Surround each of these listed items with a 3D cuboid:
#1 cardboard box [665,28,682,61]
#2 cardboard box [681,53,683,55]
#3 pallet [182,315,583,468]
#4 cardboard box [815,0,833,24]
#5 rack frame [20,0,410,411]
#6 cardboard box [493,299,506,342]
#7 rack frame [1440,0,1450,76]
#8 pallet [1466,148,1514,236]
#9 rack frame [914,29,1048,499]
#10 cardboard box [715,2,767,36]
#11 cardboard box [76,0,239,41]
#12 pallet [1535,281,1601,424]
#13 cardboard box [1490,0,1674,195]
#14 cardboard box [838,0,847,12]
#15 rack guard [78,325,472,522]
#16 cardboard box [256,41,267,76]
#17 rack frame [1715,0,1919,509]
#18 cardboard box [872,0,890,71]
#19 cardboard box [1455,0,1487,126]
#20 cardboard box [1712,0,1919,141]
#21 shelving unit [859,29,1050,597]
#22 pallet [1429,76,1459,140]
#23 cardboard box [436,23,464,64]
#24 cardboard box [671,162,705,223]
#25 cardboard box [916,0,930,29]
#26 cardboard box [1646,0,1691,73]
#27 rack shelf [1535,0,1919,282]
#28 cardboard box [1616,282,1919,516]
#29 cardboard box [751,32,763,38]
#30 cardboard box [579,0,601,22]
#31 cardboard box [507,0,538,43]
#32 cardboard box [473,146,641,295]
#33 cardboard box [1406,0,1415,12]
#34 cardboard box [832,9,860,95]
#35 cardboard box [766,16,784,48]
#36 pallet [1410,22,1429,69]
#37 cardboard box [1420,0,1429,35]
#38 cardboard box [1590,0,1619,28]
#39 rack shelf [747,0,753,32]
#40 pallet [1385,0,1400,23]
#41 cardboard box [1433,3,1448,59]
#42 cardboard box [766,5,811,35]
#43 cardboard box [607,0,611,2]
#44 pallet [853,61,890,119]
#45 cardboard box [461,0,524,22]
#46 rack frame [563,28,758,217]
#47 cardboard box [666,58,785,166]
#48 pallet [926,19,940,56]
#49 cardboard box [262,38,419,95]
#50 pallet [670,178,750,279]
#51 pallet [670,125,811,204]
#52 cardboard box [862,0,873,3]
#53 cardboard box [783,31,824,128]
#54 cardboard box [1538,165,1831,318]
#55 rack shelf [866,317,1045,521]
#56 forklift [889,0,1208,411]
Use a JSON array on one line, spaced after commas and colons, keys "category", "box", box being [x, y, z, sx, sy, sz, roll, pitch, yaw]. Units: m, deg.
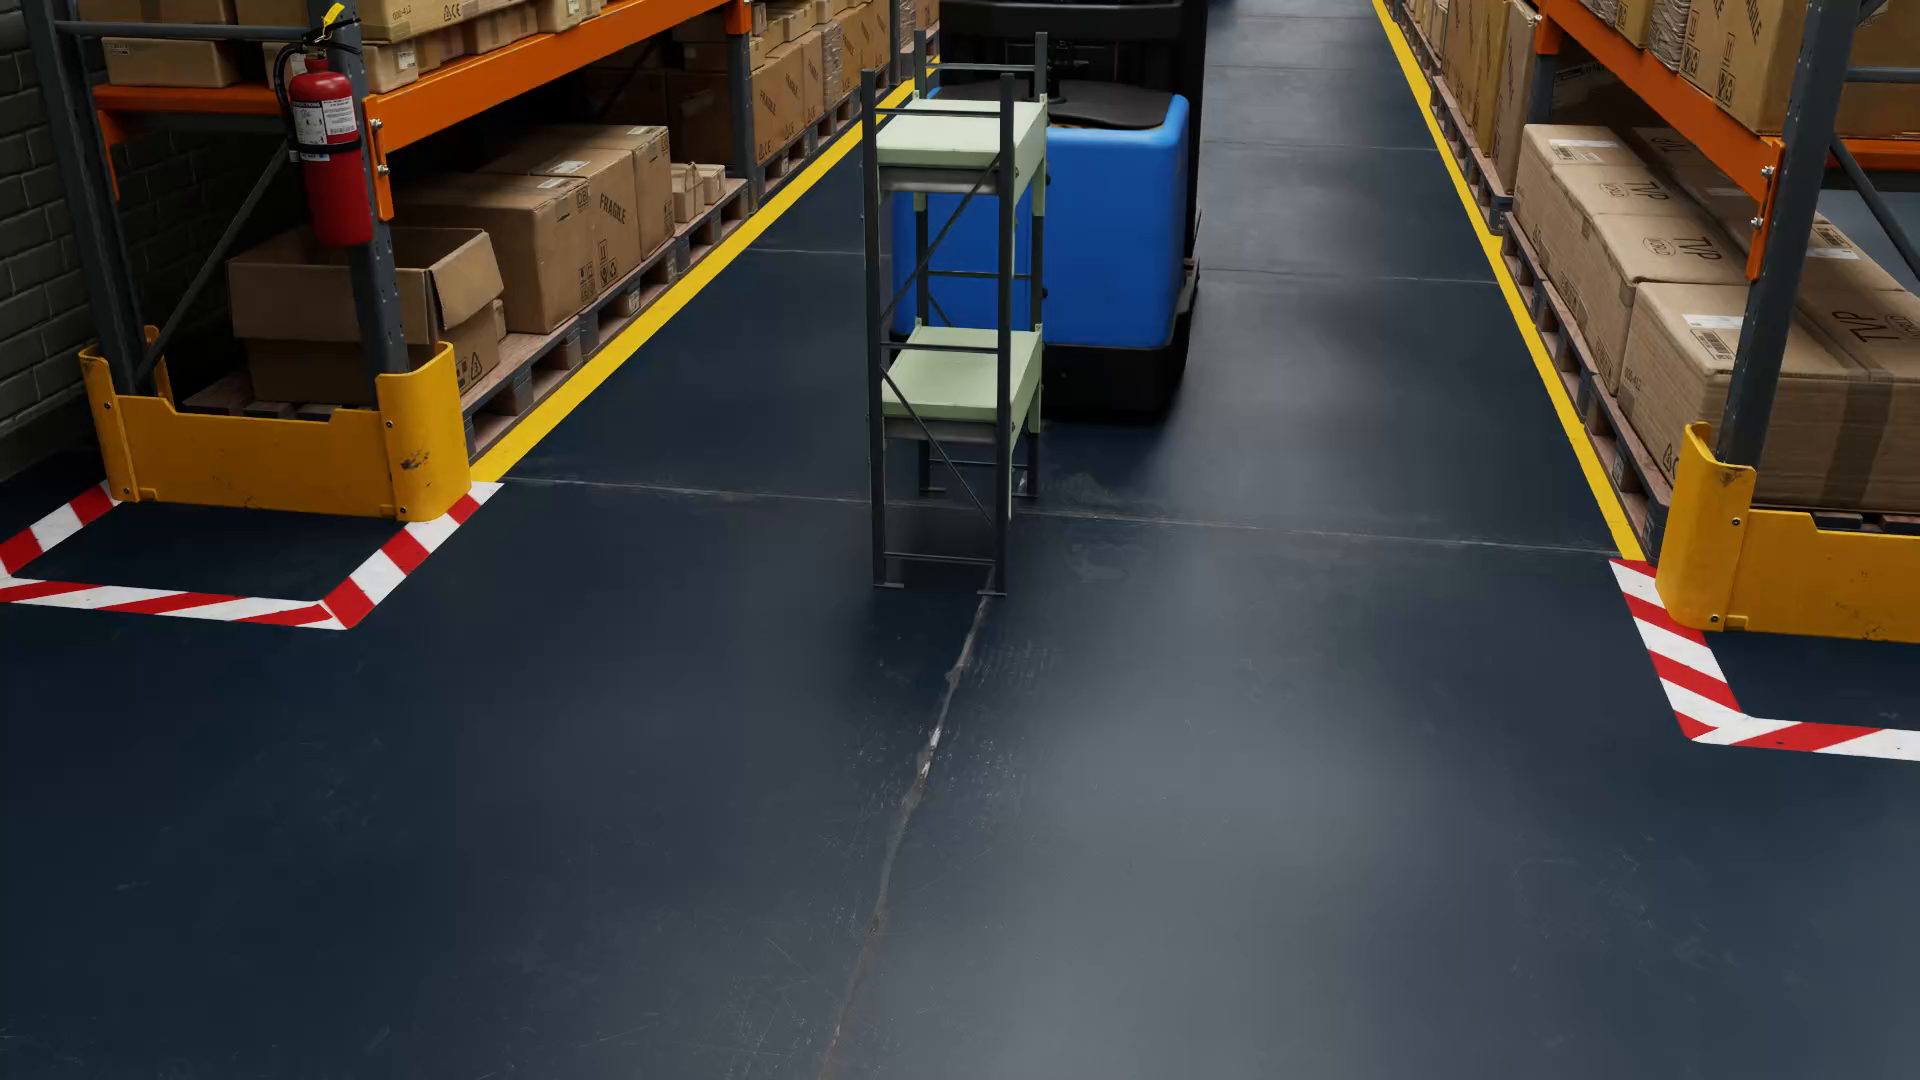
[{"category": "cardboard box", "box": [-1.792, -2.801, 9.383, 0.380, 0.149, 0.250, 4, 25, 9]}, {"category": "cardboard box", "box": [-1.728, -2.655, 9.838, 0.500, 0.500, 0.500, 3, 25, 6]}, {"category": "pallet", "box": [-2.118, -0.594, 6.270, 1.003, 0.211, 1.213, 4, 25, 9]}, {"category": "cardboard box", "box": [-1.027, -3.413, 10.690, 0.380, 0.149, 0.250, 3, 25, 6]}, {"category": "rack frame", "box": [-2.259, -1.492, 4.898, 1.000, 3.000, 0.127, 4, 25, 9]}, {"category": "cardboard box", "box": [-1.958, -0.815, 6.320, 0.380, 0.149, 0.250, 3, 25, 6]}, {"category": "rack frame", "box": [3.945, -4.495, 11.315, 1.000, 3.000, 0.127, 4, 25, 9]}, {"category": "pallet", "box": [3.344, -1.887, 9.033, 1.003, 0.211, 1.213, 4, 25, 9]}, {"category": "rack frame", "box": [0.061, -0.835, 5.265, 0.400, 1.500, 0.023, 4, 25, 9]}, {"category": "cardboard box", "box": [-1.290, -2.895, 9.233, 0.380, 0.149, 0.250, 3, 25, 6]}, {"category": "cardboard box", "box": [-2.446, -1.769, 5.317, 0.500, 0.250, 0.500, 5, 26, 10]}, {"category": "pallet", "box": [2.893, -0.735, 6.571, 1.003, 0.211, 1.213, 4, 25, 9]}, {"category": "cardboard box", "box": [3.314, -2.315, 8.668, 0.875, 0.875, 0.875, 5, 26, 10]}, {"category": "cardboard box", "box": [-0.971, -3.635, 11.165, 0.380, 0.149, 0.250, 5, 26, 10]}, {"category": "rack guard", "box": [-2.247, -0.391, 5.496, 1.175, 0.500, 0.348, 4, 25, 9]}, {"category": "cardboard box", "box": [-2.368, -1.637, 5.505, 0.380, 0.149, 0.250, 5, 26, 10]}, {"category": "rack frame", "box": [2.638, -1.149, 4.167, 1.000, 3.000, 0.127, 4, 25, 9]}, {"category": "cardboard box", "box": [-0.809, -3.704, 12.078, 0.500, 0.500, 0.500, 5, 26, 10]}, {"category": "cardboard box", "box": [3.601, -3.067, 10.275, 0.875, 0.875, 0.875, 4, 25, 9]}, {"category": "cardboard box", "box": [2.456, -1.415, 4.616, 0.500, 0.500, 0.500, 4, 25, 9]}, {"category": "shelving unit", "box": [0.001, -0.682, 4.938, 0.431, 1.500, 0.755, 4, 25, 9]}, {"category": "pallet", "box": [3.742, -2.908, 11.213, 1.003, 0.211, 1.213, 4, 25, 9]}, {"category": "cardboard box", "box": [-1.931, -1.718, 5.679, 0.380, 0.149, 0.250, 4, 25, 8]}, {"category": "cardboard box", "box": [-1.465, -1.714, 8.103, 0.396, 0.266, 0.258, 5, 26, 10]}, {"category": "cardboard box", "box": [-0.738, -4.486, 13.601, 0.875, 0.625, 0.625, 5, 26, 10]}, {"category": "cardboard box", "box": [2.627, -1.839, 5.523, 0.500, 0.500, 0.500, 5, 26, 10]}, {"category": "rack shelf", "box": [2.965, -1.660, 6.107, 1.077, 0.370, 4.000, 4, 25, 9]}, {"category": "cardboard box", "box": [2.647, -0.462, 5.226, 0.875, 0.438, 0.875, 3, 25, 7]}, {"category": "cardboard box", "box": [-1.316, -2.769, 9.316, 0.380, 0.149, 0.250, 3, 25, 7]}, {"category": "cardboard box", "box": [-1.653, -2.143, 6.587, 0.380, 0.149, 0.250, 5, 25, 10]}, {"category": "cardboard box", "box": [-1.791, -1.931, 6.134, 0.380, 0.149, 0.250, 4, 25, 9]}, {"category": "cardboard box", "box": [-1.703, -1.368, 7.087, 0.500, 0.500, 0.500, 4, 25, 9]}, {"category": "cardboard box", "box": [4.516, -4.949, 14.888, 0.950, 0.372, 0.625, 4, 25, 9]}, {"category": "cardboard box", "box": [-0.984, -3.276, 11.164, 0.500, 0.500, 0.500, 5, 26, 11]}, {"category": "cardboard box", "box": [-1.254, -2.993, 9.794, 0.380, 0.149, 0.250, 4, 25, 8]}, {"category": "pallet", "box": [4.276, -4.068, 13.691, 1.003, 0.211, 1.213, 4, 25, 9]}, {"category": "cardboard box", "box": [4.290, -4.357, 13.624, 0.950, 0.372, 0.625, 5, 26, 10]}, {"category": "cardboard box", "box": [2.783, -2.272, 6.447, 0.500, 0.500, 0.500, 4, 25, 9]}, {"category": "rack shelf", "box": [-1.279, -3.675, 10.412, 1.077, 0.370, 4.000, 4, 25, 9]}, {"category": "pallet", "box": [4.674, -5.189, 16.086, 1.003, 0.211, 1.213, 4, 25, 9]}, {"category": "cardboard box", "box": [4.048, -3.731, 12.287, 0.950, 0.372, 0.625, 2, 25, 5]}, {"category": "cardboard box", "box": [-1.133, -3.198, 10.233, 0.380, 0.149, 0.250, 5, 26, 10]}, {"category": "cardboard box", "box": [-1.685, -2.362, 7.055, 0.380, 0.149, 0.250, 4, 25, 9]}, {"category": "pallet", "box": [-1.111, -3.265, 11.976, 1.003, 0.211, 1.213, 4, 25, 9]}, {"category": "cardboard box", "box": [-1.837, -1.940, 5.683, 0.500, 0.250, 0.500, 4, 25, 9]}, {"category": "rack frame", "box": [-1.606, -3.165, 8.472, 1.000, 3.000, 0.127, 4, 25, 9]}, {"category": "cardboard box", "box": [-1.305, -2.409, 9.312, 0.500, 0.500, 0.500, 5, 26, 11]}, {"category": "pallet", "box": [-0.577, -4.425, 14.454, 1.003, 0.211, 1.213, 4, 25, 9]}, {"category": "cardboard box", "box": [-1.935, -1.496, 5.205, 0.380, 0.149, 0.250, 4, 25, 8]}, {"category": "pallet", "box": [-1.719, -1.614, 8.450, 1.003, 0.211, 1.213, 4, 25, 9]}, {"category": "pallet", "box": [-1.510, -2.244, 9.796, 1.003, 0.211, 1.213, 4, 25, 9]}, {"category": "cardboard box", "box": [-0.797, -3.849, 11.623, 0.380, 0.149, 0.250, 3, 25, 6]}, {"category": "cardboard box", "box": [-1.142, -2.841, 10.235, 0.500, 0.500, 0.500, 3, 25, 7]}, {"category": "cardboard box", "box": [2.938, -1.222, 6.850, 0.875, 0.438, 0.875, 3, 25, 7]}, {"category": "rack shelf", "box": [0.001, -0.387, 5.076, 0.431, 0.370, 0.720, 4, 25, 9]}, {"category": "forklift", "box": [0.502, -2.396, 6.911, 1.130, 2.935, 3.031, 4, 25, 9]}]
